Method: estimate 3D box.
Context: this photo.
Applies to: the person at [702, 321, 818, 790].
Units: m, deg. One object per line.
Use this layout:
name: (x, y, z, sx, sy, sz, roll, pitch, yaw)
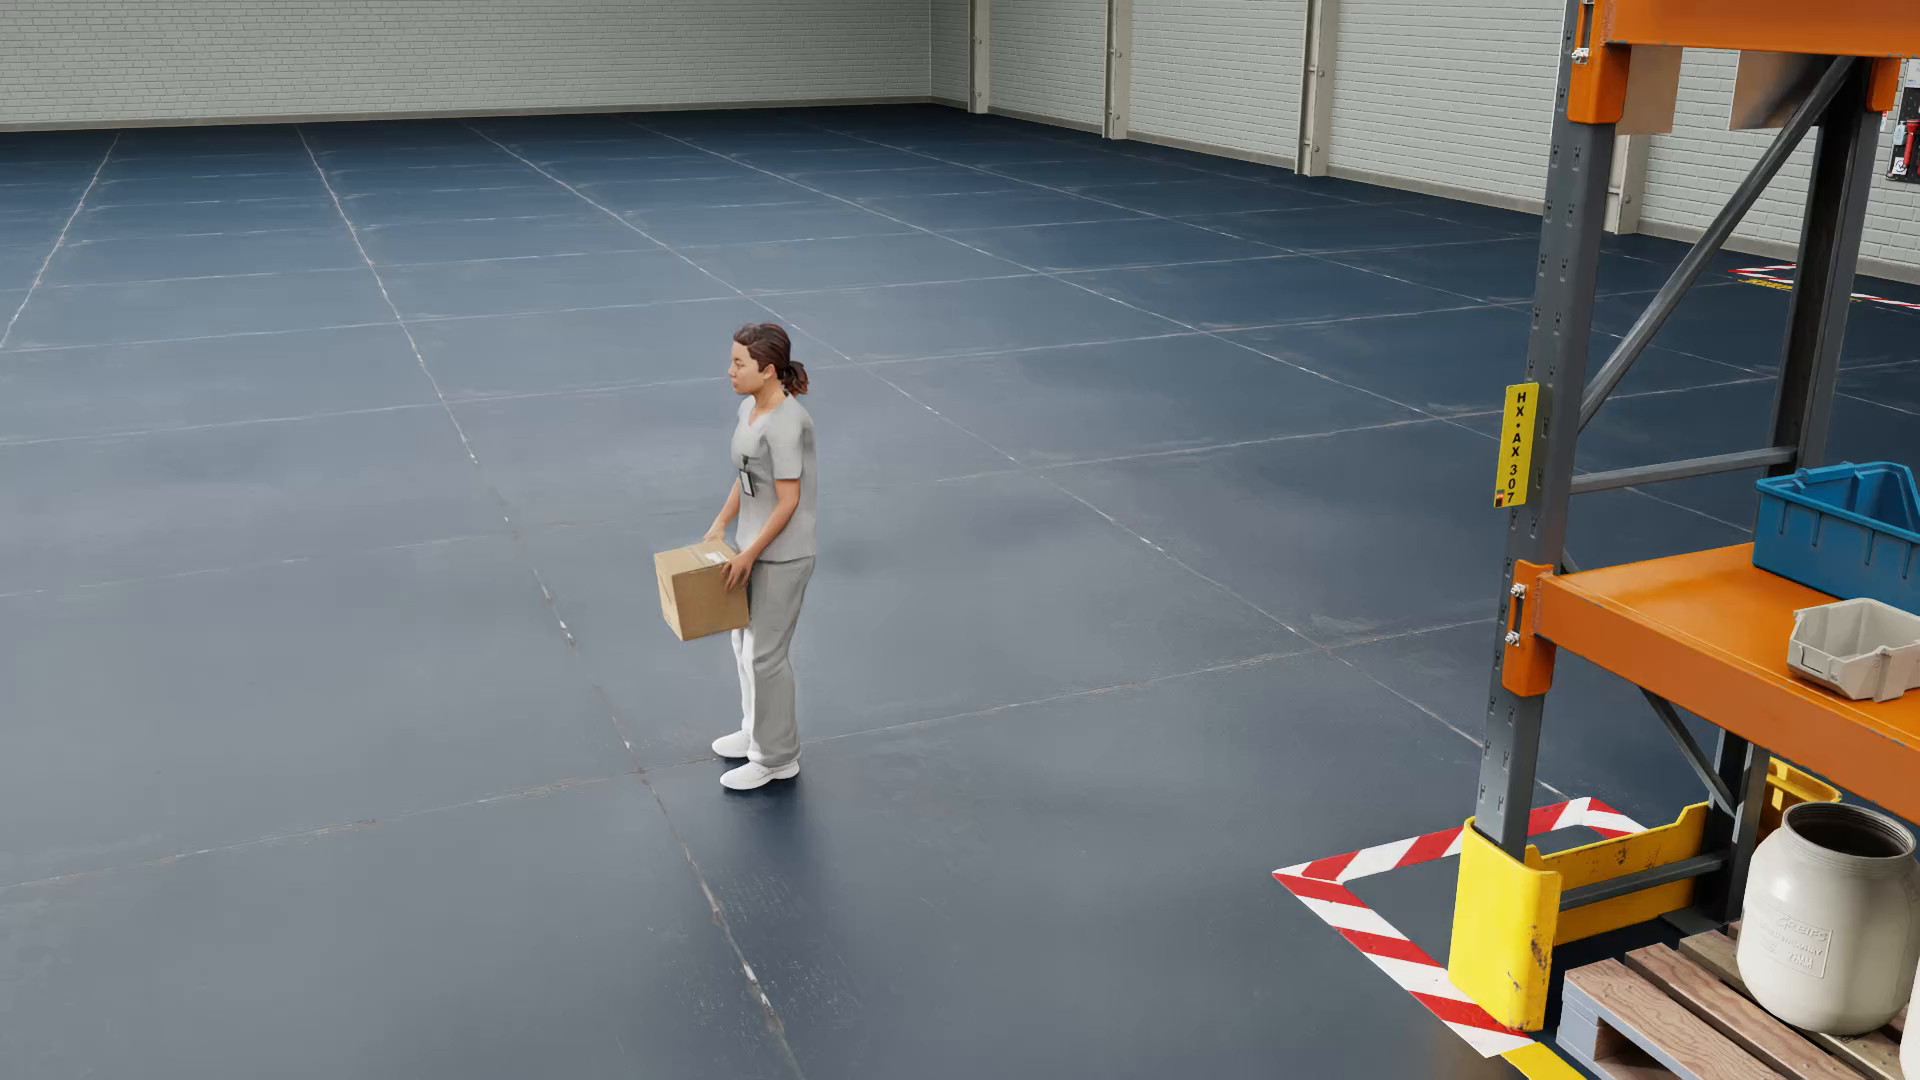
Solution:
person: (-0.710, 0.056, 5.898, 0.424, 1.676, 0.467, -8, 21, -23)
